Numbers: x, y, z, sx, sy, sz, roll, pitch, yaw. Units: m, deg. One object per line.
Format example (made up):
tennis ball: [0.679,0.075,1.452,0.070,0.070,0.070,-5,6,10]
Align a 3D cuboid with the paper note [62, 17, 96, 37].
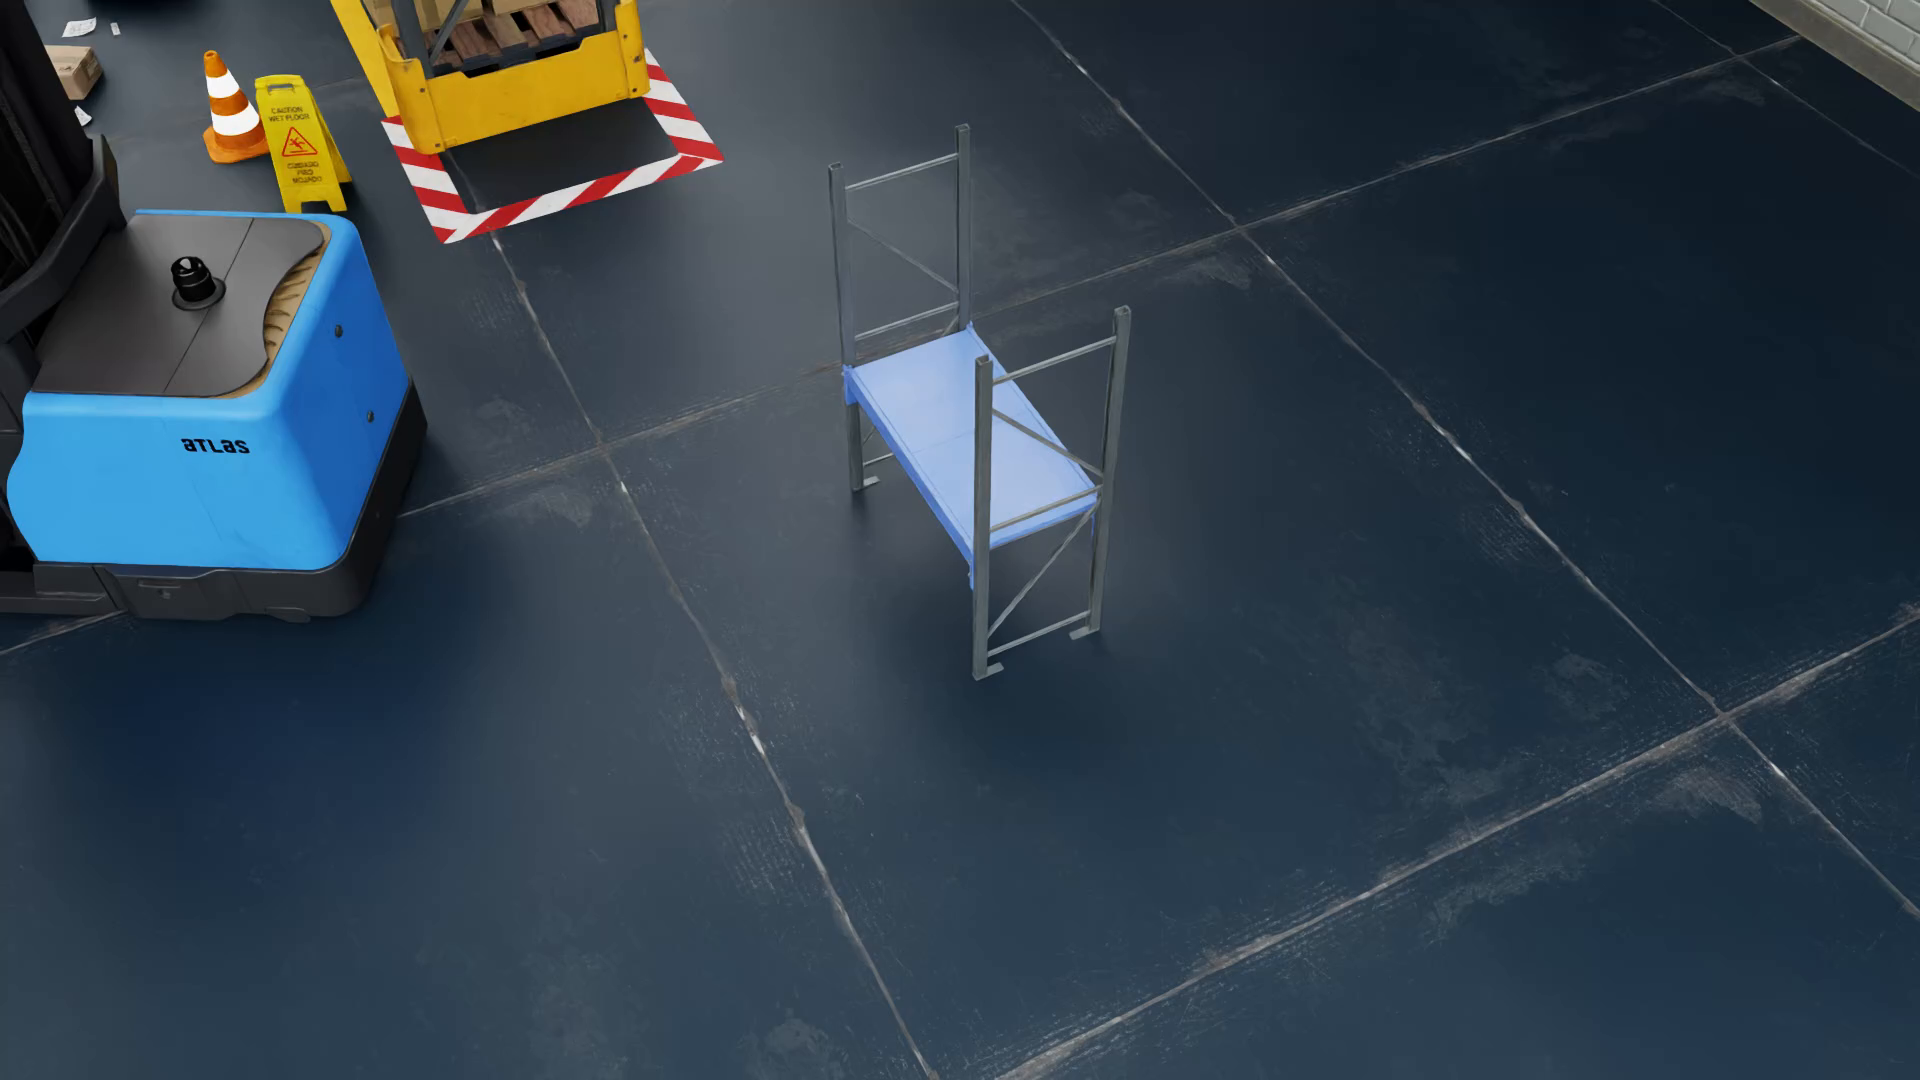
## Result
paper note: [-4.525,-2.637,8.544,0.148,0.019,0.142,-5,49,-5]

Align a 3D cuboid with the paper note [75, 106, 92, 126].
paper note: [-4.270,-2.021,7.997,0.142,0.019,0.148,35,57,27]

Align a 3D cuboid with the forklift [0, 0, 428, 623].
forklift: [-3.627,-1.087,5.254,3.031,2.935,1.130,2,49,2]

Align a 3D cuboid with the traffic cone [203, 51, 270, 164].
traffic cone: [-3.411,-2.060,7.744,0.336,0.463,0.334,-21,52,-18]

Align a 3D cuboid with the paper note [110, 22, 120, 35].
paper note: [-4.339,-2.626,8.540,0.032,0.001,0.123,-21,52,-18]

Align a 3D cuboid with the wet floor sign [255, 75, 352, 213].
wet floor sign: [-2.932,-1.781,7.379,0.267,0.644,0.232,-5,49,-5]

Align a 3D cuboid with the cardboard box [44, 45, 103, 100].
cardboard box: [-4.463,-2.294,8.157,0.380,0.149,0.250,2,49,2]

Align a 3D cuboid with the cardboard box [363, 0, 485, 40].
cardboard box: [-2.687,-2.749,8.209,0.500,0.250,0.500,-21,52,-18]

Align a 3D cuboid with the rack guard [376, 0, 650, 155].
rack guard: [-2.102,-2.279,7.911,1.175,0.500,0.348,-21,52,-18]

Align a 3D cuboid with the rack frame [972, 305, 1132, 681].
rack frame: [0.272,-0.096,5.338,0.500,1.500,0.032,-21,52,-18]

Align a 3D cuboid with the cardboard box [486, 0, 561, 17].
cardboard box: [-2.190,-2.920,8.358,0.500,0.250,0.500,-22,52,-18]

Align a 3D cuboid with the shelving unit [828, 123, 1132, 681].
shelving unit: [0.039,-0.437,5.636,0.538,1.500,1.048,-21,52,-18]

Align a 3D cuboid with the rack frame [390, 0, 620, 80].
rack frame: [-2.067,-3.051,6.926,1.000,3.000,0.127,-21,52,-18]

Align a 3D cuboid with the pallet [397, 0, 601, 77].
pallet: [-2.442,-2.740,8.506,1.003,0.211,1.213,-21,52,-18]

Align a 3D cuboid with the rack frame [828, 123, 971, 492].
rack frame: [-0.194,-0.777,5.933,0.500,1.500,0.032,-21,52,-18]

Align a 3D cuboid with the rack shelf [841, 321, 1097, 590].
rack shelf: [0.039,-0.318,5.771,0.538,0.185,1.000,-21,52,-18]
